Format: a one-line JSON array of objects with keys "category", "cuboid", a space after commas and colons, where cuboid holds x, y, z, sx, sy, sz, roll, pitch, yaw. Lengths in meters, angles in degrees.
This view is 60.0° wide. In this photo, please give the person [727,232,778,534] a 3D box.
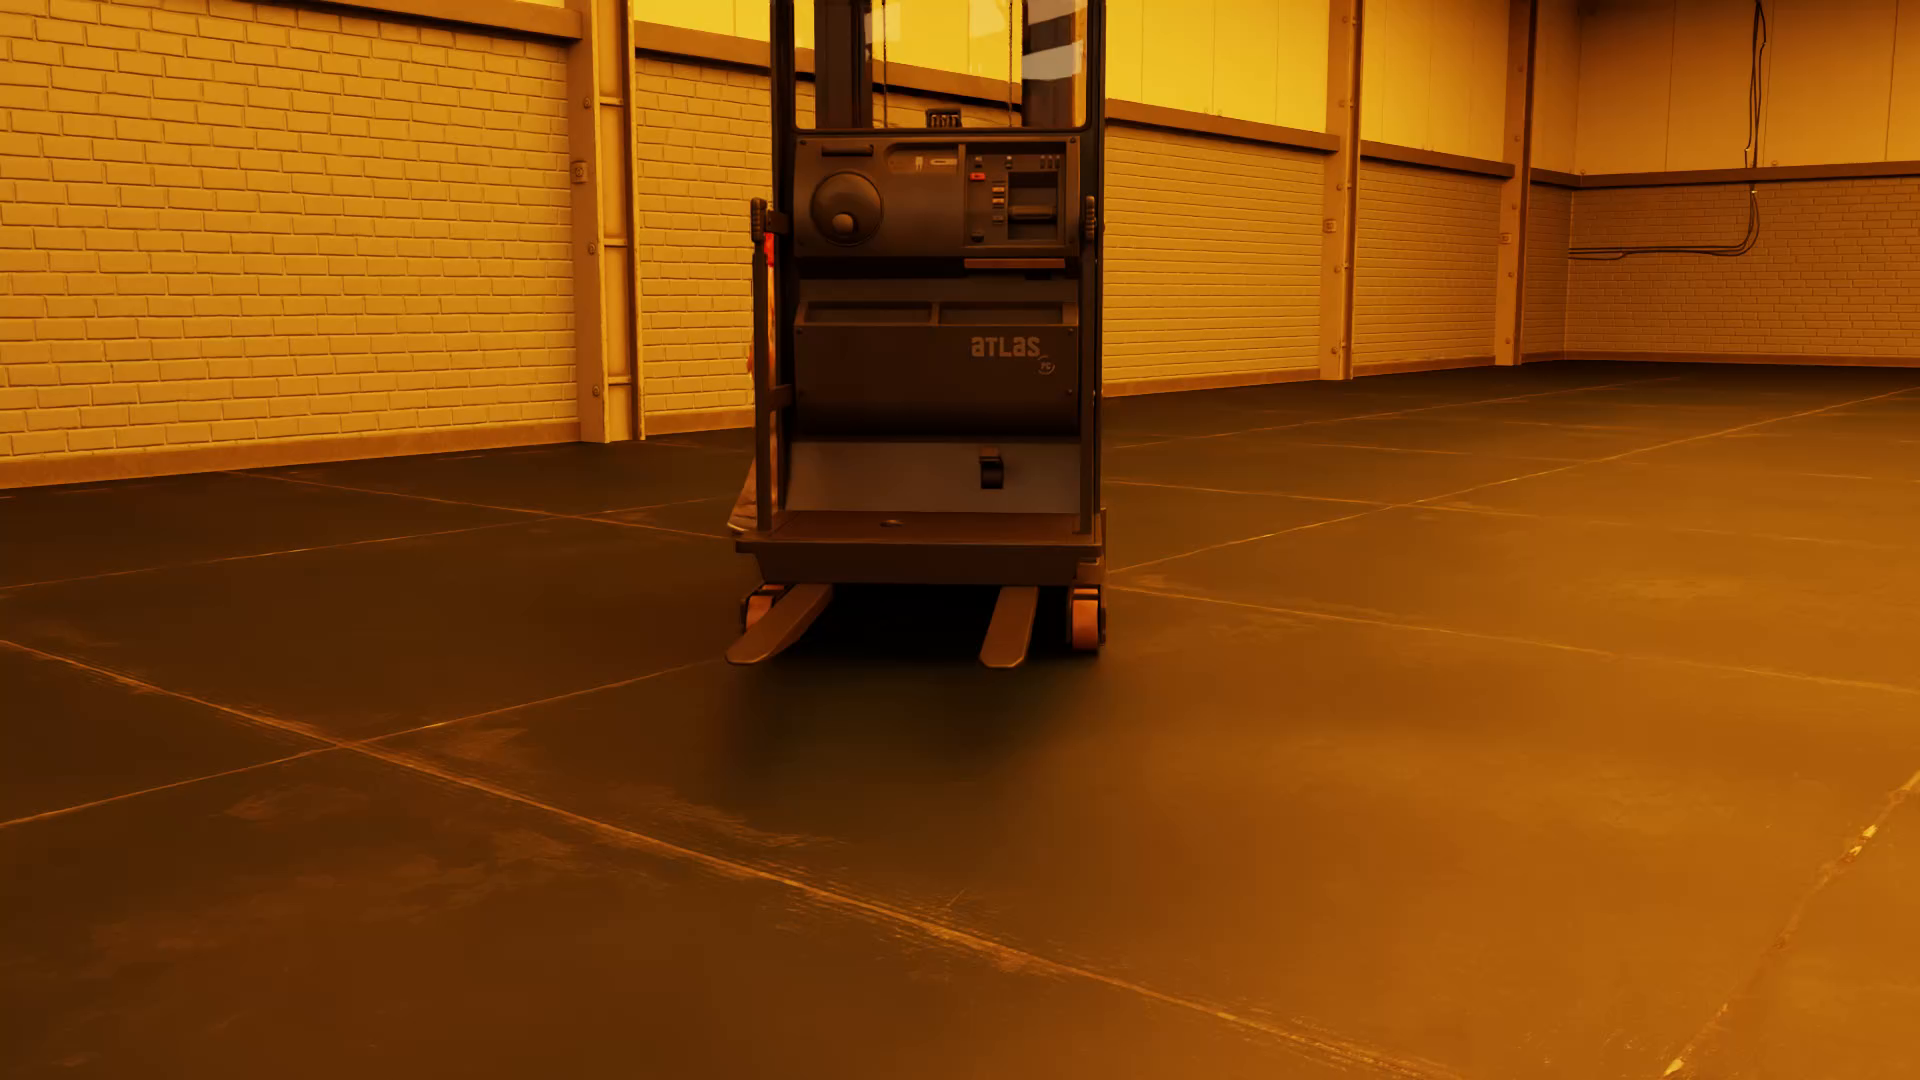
[{"category": "person", "cuboid": [-0.837, -0.854, 7.637, 0.456, 1.712, 0.896, 0, 8, 0]}]

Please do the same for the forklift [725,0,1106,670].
[{"category": "forklift", "cuboid": [-0.090, -1.157, 5.191, 1.130, 2.935, 3.031, 1, 8, 5]}]
